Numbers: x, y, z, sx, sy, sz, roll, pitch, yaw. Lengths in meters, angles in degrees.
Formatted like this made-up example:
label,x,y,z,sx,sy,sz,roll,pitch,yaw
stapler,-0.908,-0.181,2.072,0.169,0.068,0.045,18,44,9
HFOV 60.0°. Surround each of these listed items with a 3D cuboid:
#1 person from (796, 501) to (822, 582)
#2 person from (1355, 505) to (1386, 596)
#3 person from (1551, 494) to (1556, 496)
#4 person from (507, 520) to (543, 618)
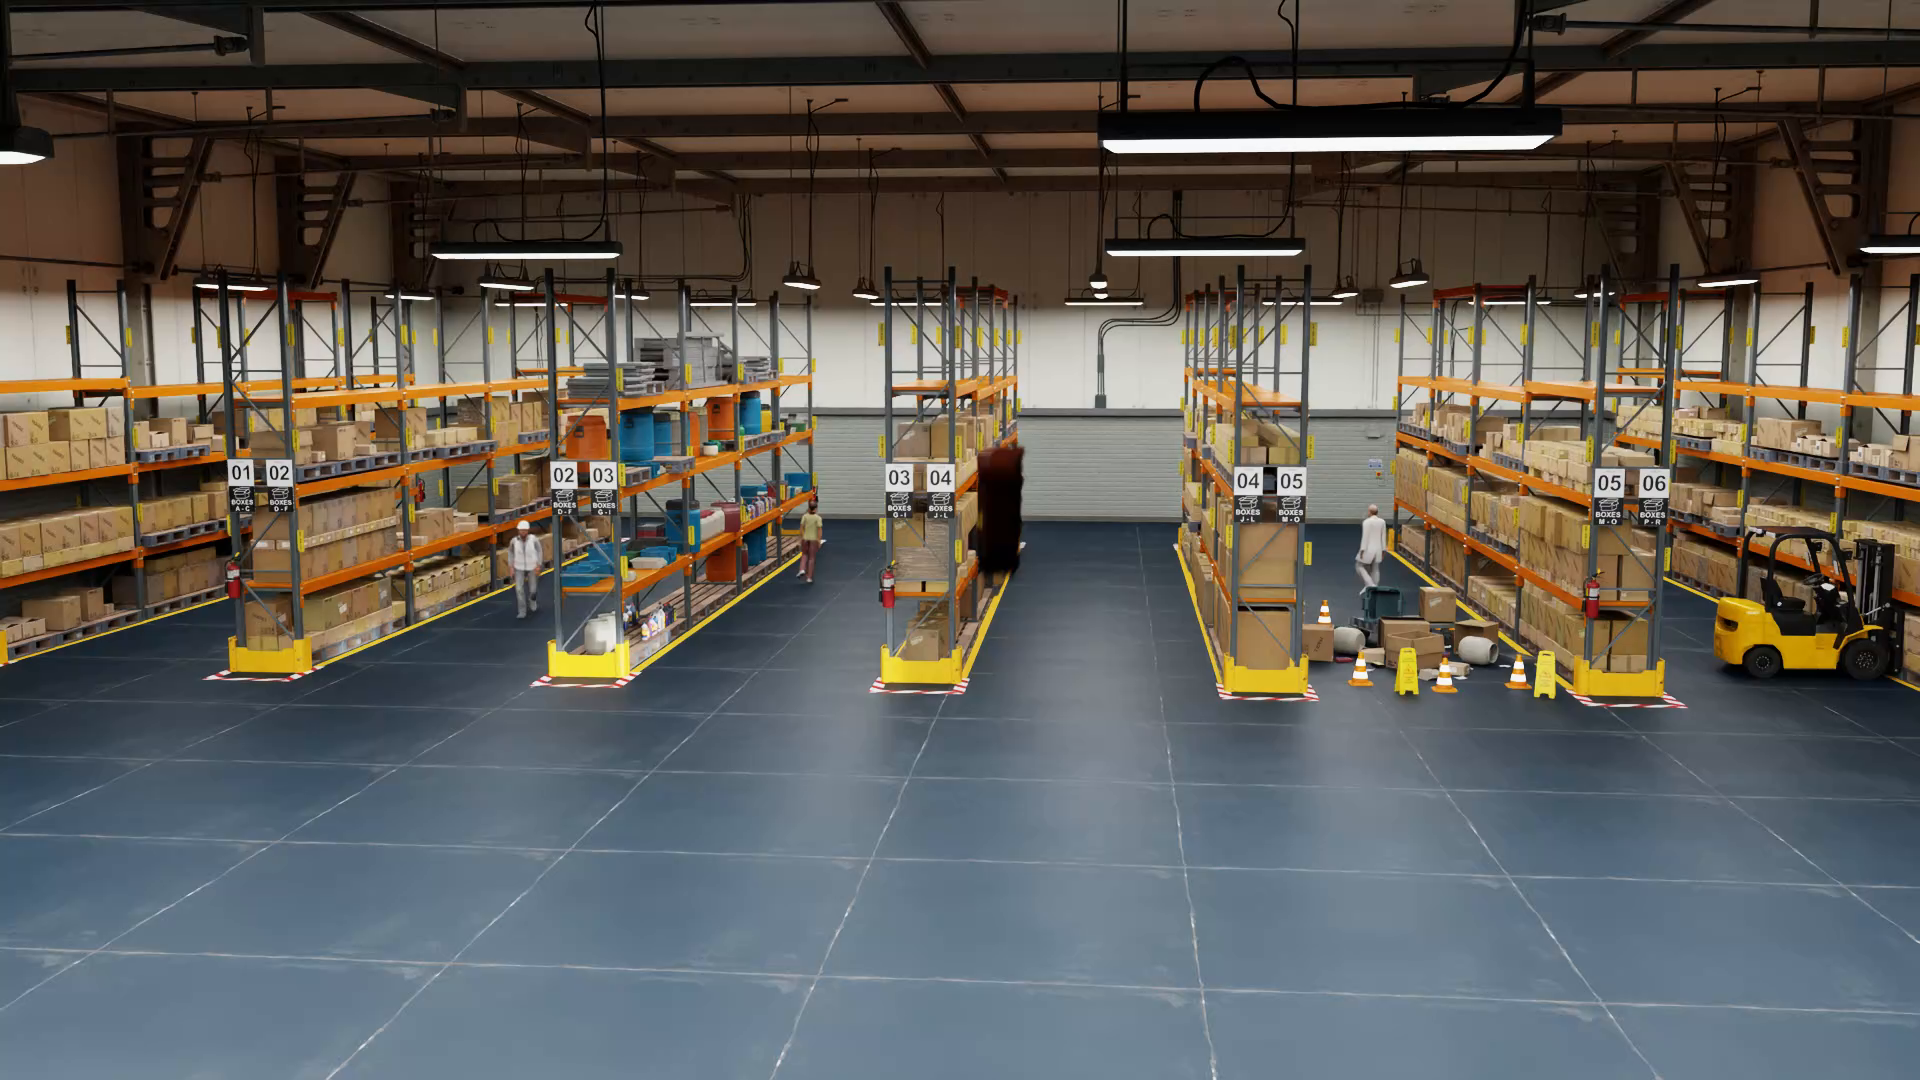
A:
label,x,y,z,sx,sy,sz,roll,pitch,yaw
person,-3.078,0.027,34.110,0.572,1.673,0.448,1,7,12
person,7.996,0.206,32.226,0.638,1.779,0.532,-3,8,-26
person,13.592,-0.358,37.884,0.976,1.501,0.403,7,10,44
person,-7.831,0.504,29.983,0.624,1.756,0.638,-1,7,-8
